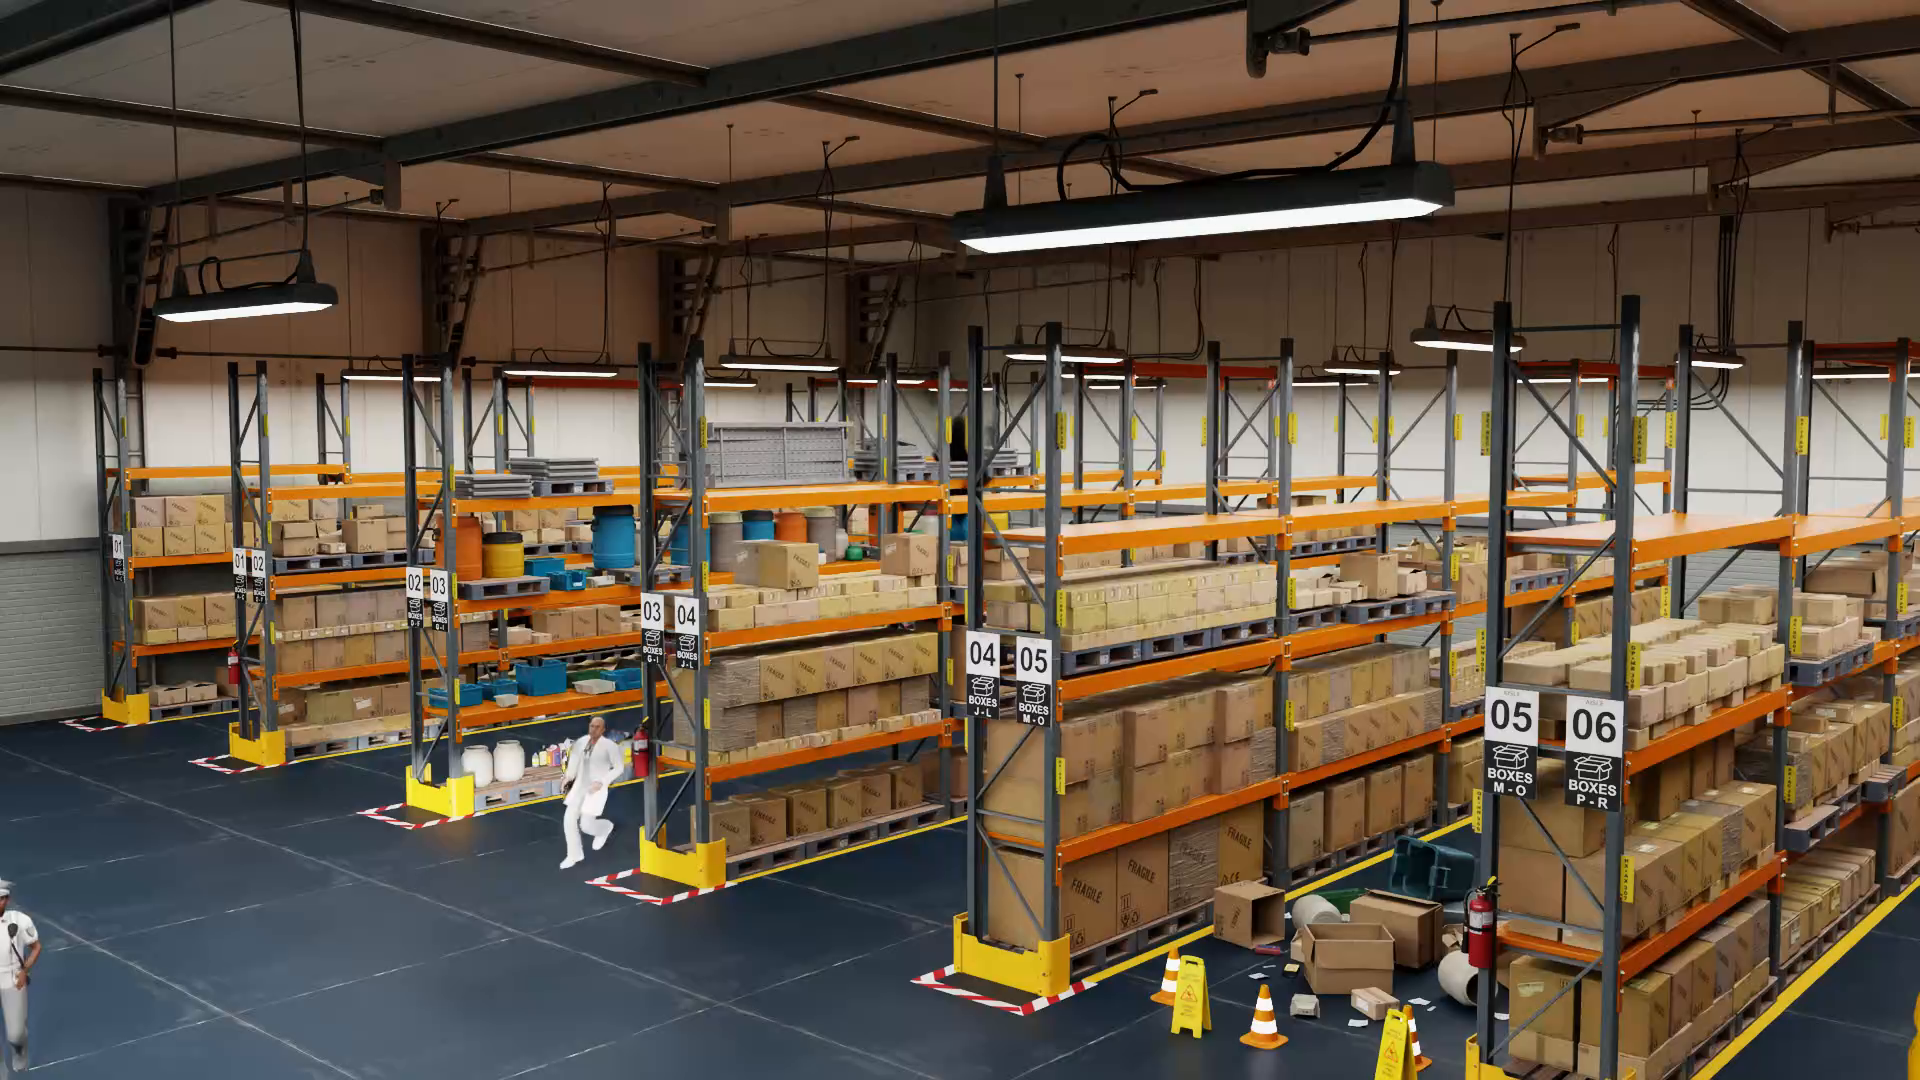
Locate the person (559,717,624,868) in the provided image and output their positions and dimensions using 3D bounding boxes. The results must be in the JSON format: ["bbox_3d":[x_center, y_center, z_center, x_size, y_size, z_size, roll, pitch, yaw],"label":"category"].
[{"bbox_3d":[-4.240,2.905,19.306,0.758,1.745,0.764,2,5,23],"label":"person"}]

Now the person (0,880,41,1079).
[{"bbox_3d":[-7.355,3.402,12.726,0.573,1.650,0.584,-2,5,-24],"label":"person"}]
